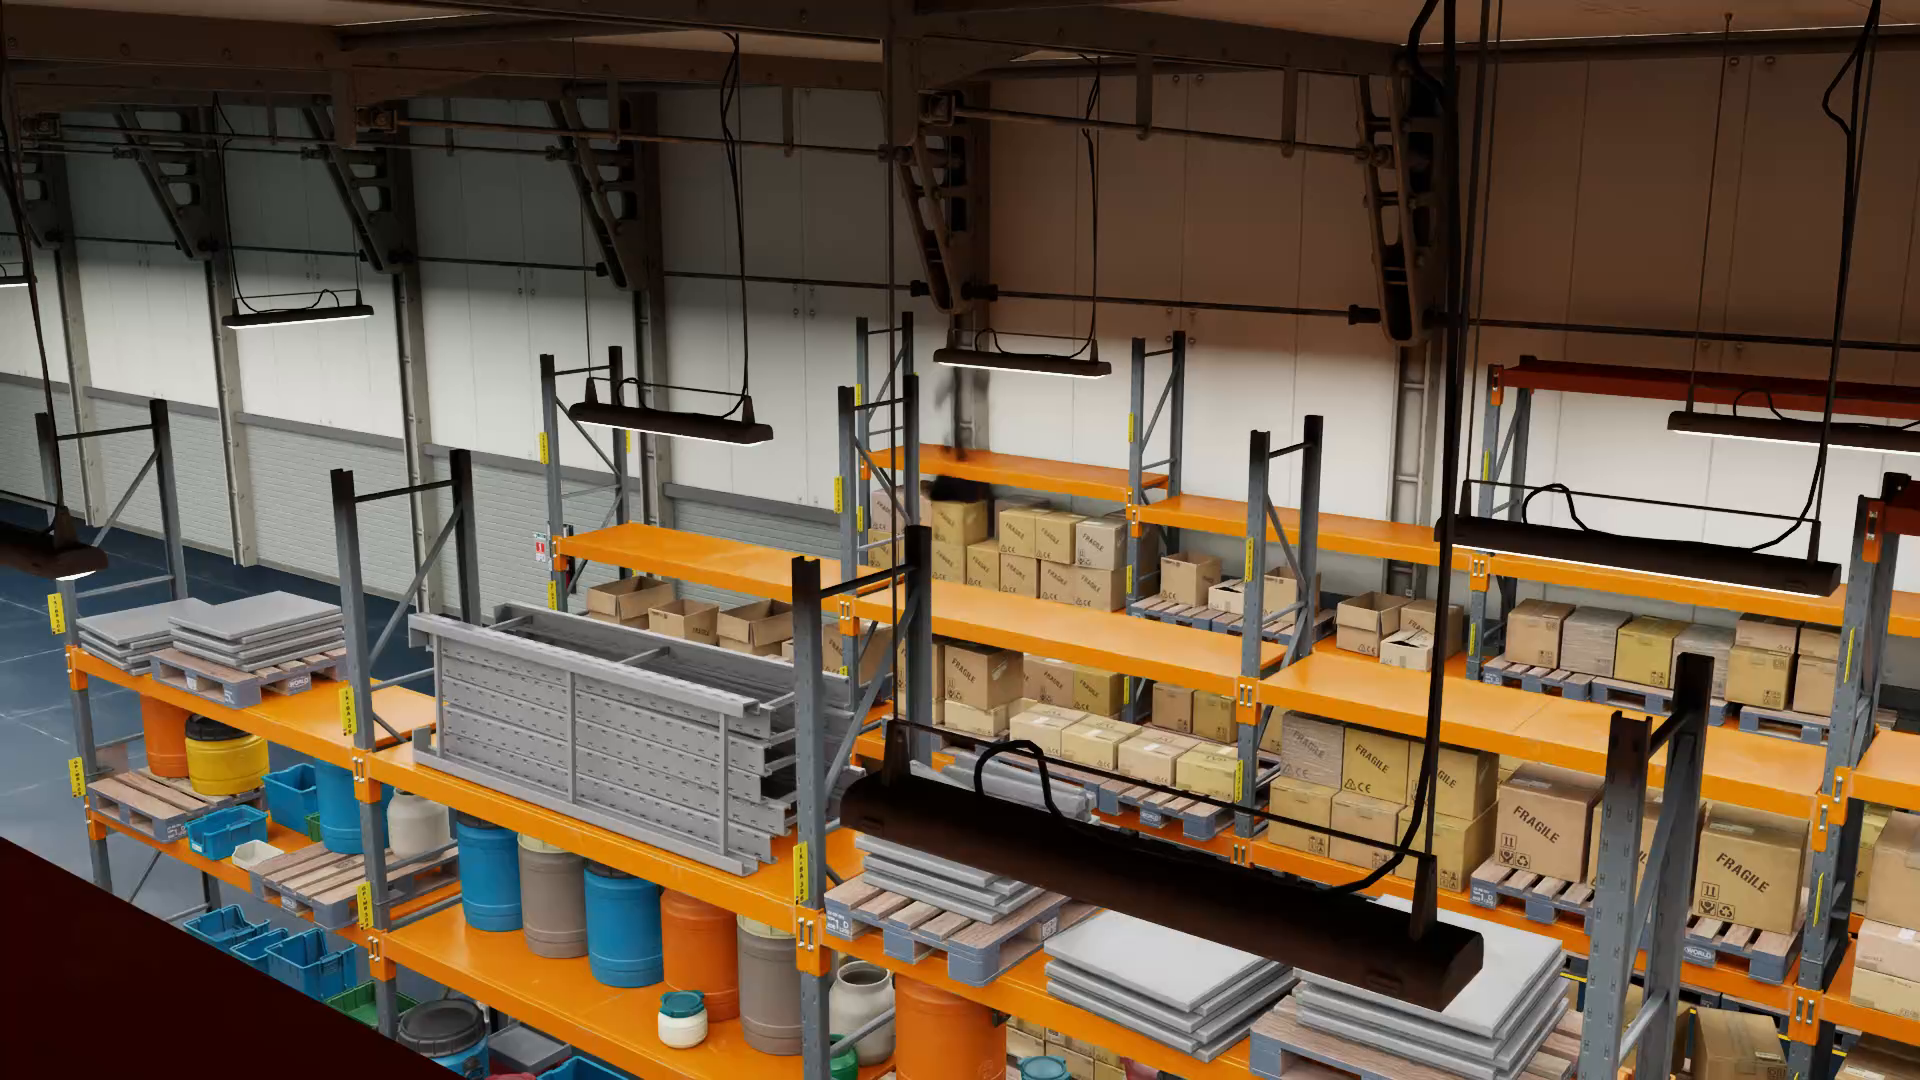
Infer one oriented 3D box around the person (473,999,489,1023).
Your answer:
[{"bbox_3d":[-4.213,3.670,15.388,1.009,1.795,0.708,3,13,14],"label":"person"}]
